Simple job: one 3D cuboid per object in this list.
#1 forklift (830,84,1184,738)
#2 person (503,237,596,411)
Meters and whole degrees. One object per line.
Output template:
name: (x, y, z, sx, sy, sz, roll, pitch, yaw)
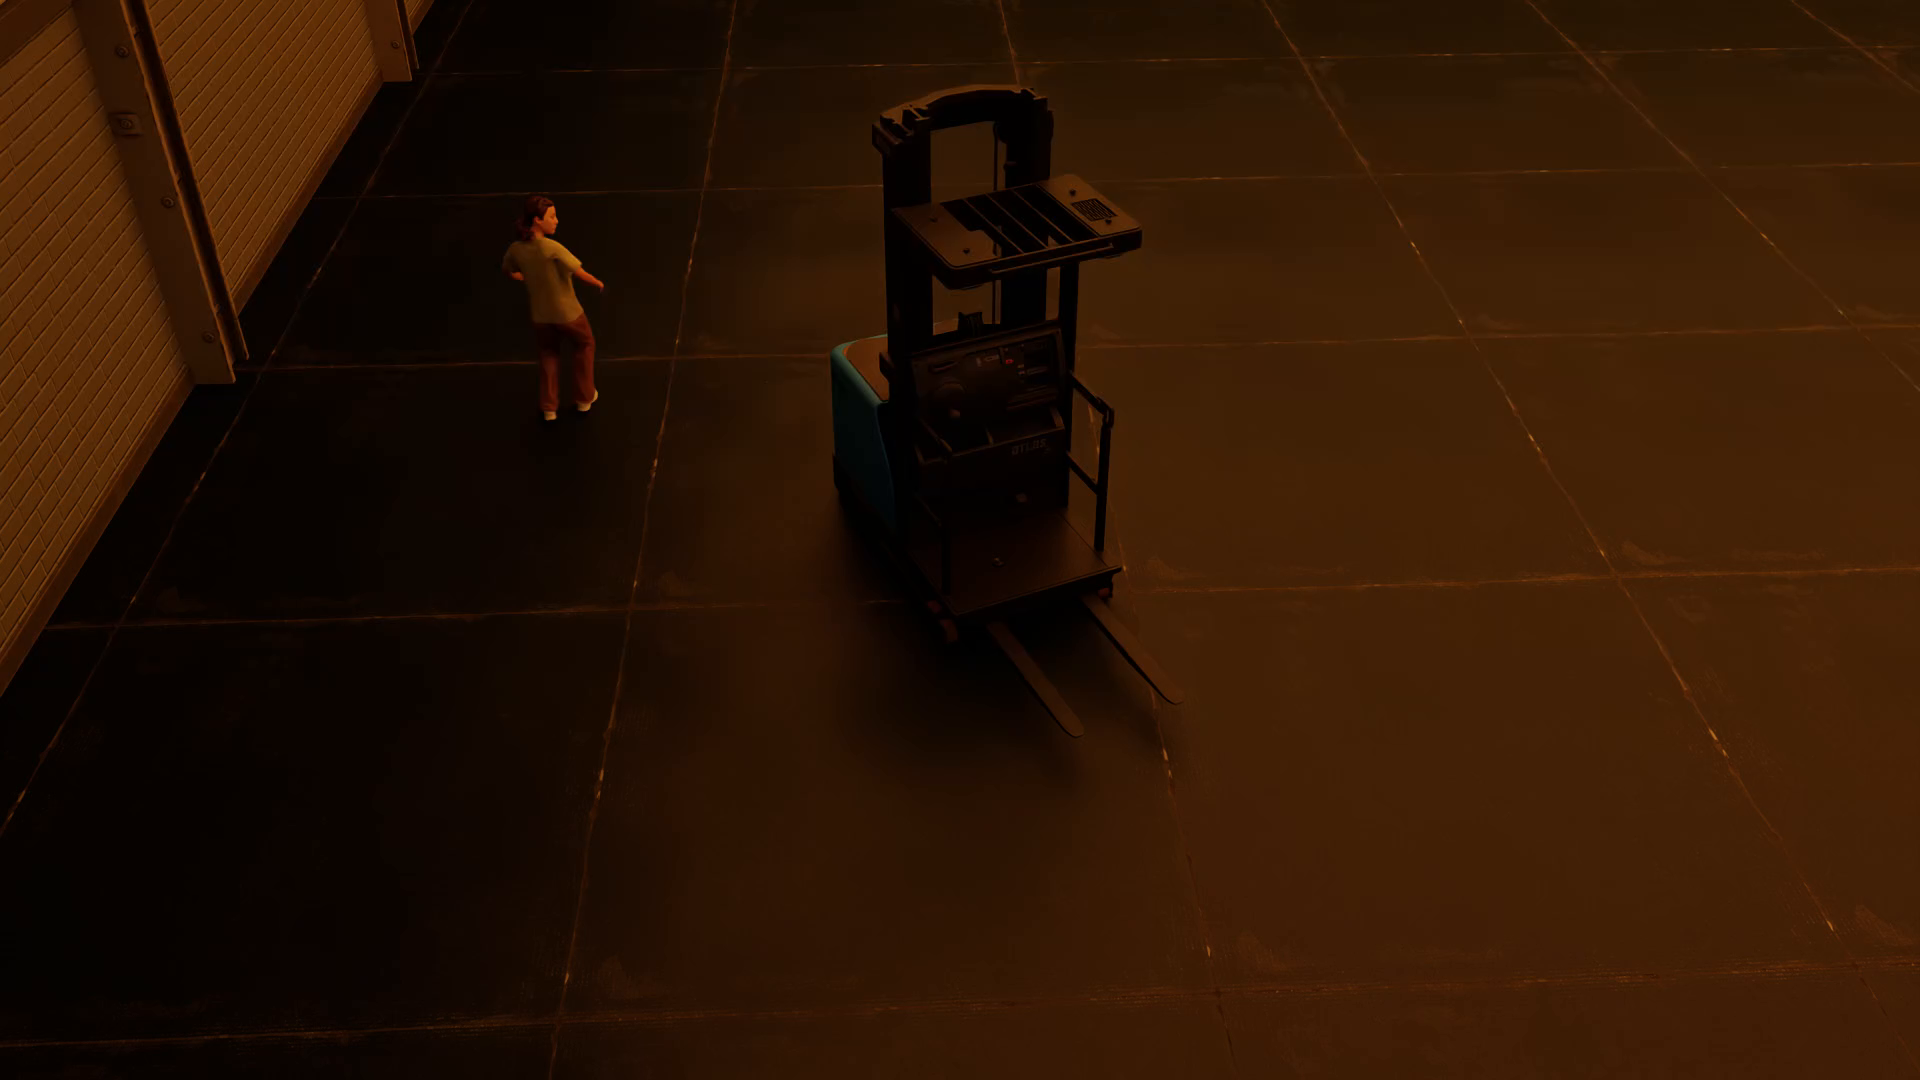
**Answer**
forklift: (0.258, -0.860, 9.192, 1.130, 2.935, 3.031, -15, 39, -20)
person: (-2.764, -1.491, 11.344, 0.603, 1.336, 0.420, 7, 37, 10)
